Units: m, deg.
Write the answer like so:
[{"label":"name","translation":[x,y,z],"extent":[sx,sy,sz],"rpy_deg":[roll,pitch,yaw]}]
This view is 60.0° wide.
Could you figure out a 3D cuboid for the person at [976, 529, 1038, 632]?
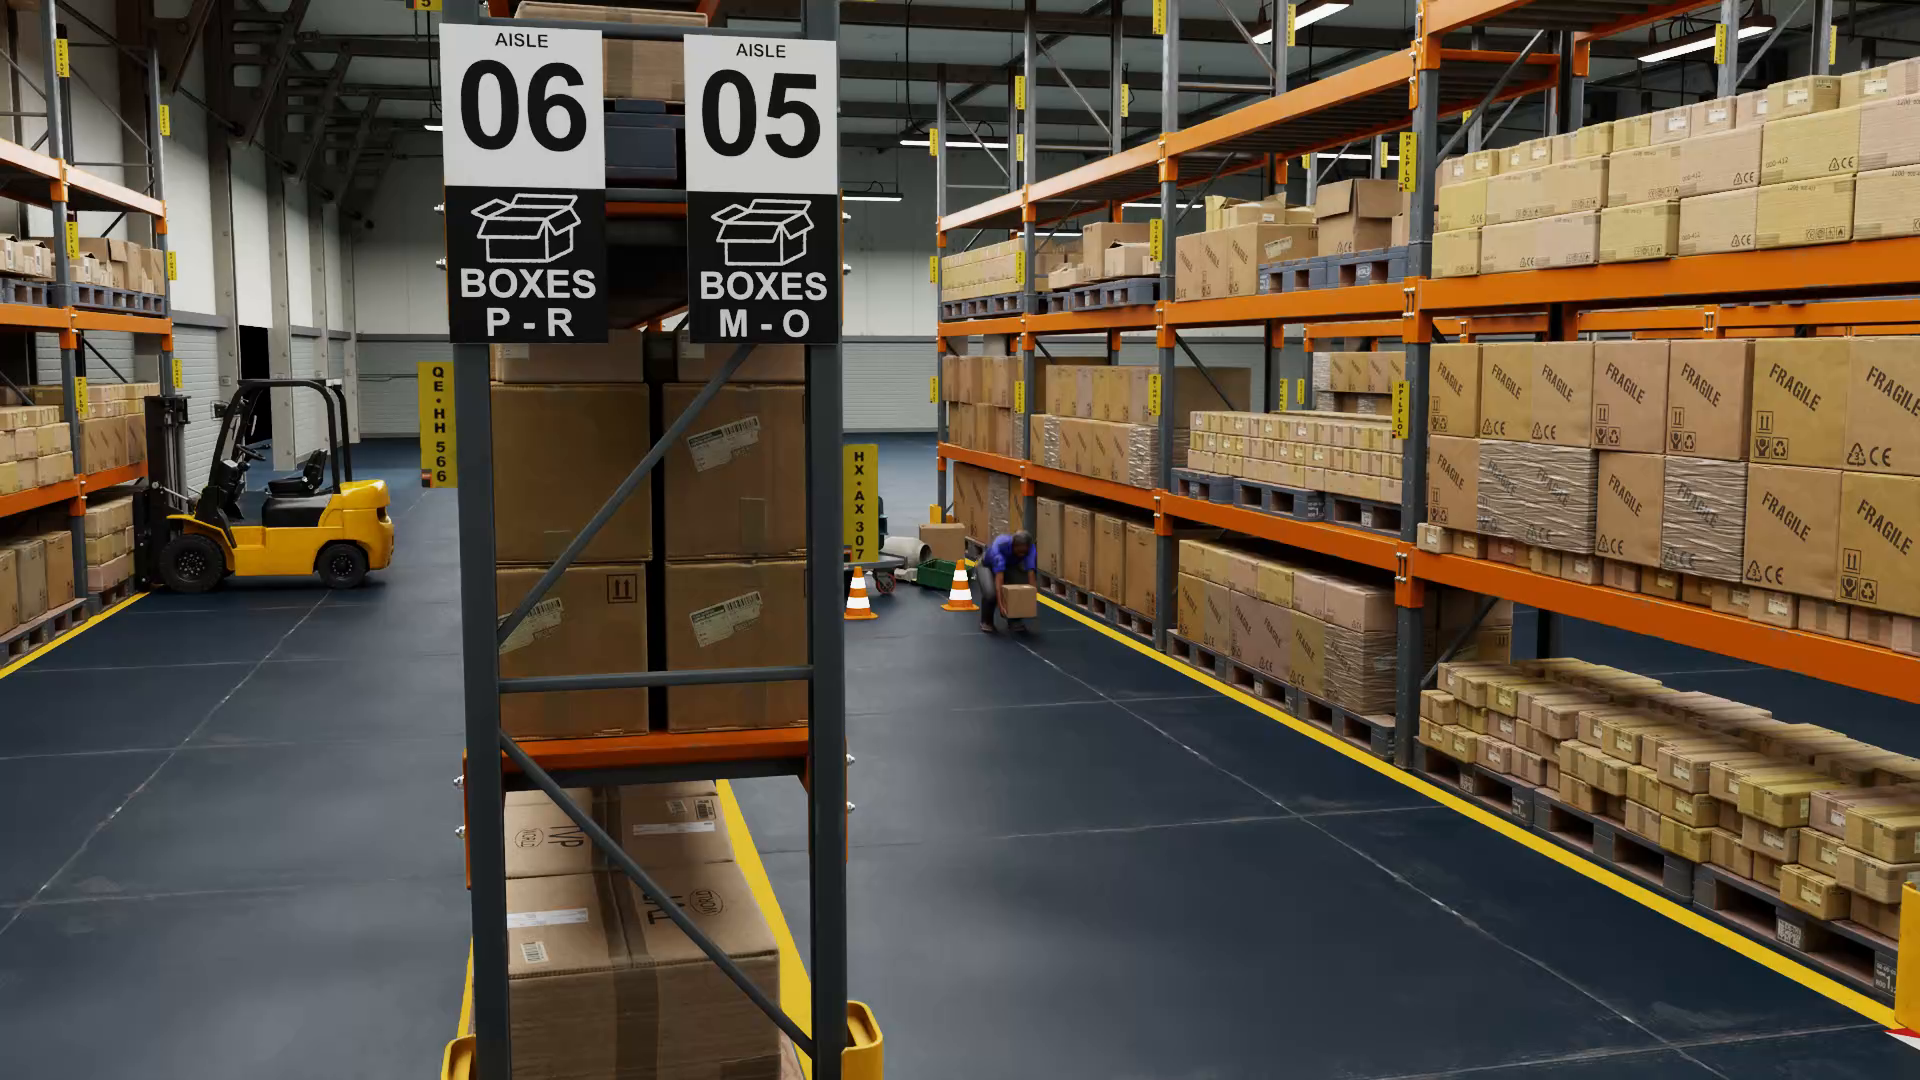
[{"label":"person","translation":[0.418,0.347,14.405],"extent":[0.465,0.936,0.865],"rpy_deg":[-2,6,-16]}]
